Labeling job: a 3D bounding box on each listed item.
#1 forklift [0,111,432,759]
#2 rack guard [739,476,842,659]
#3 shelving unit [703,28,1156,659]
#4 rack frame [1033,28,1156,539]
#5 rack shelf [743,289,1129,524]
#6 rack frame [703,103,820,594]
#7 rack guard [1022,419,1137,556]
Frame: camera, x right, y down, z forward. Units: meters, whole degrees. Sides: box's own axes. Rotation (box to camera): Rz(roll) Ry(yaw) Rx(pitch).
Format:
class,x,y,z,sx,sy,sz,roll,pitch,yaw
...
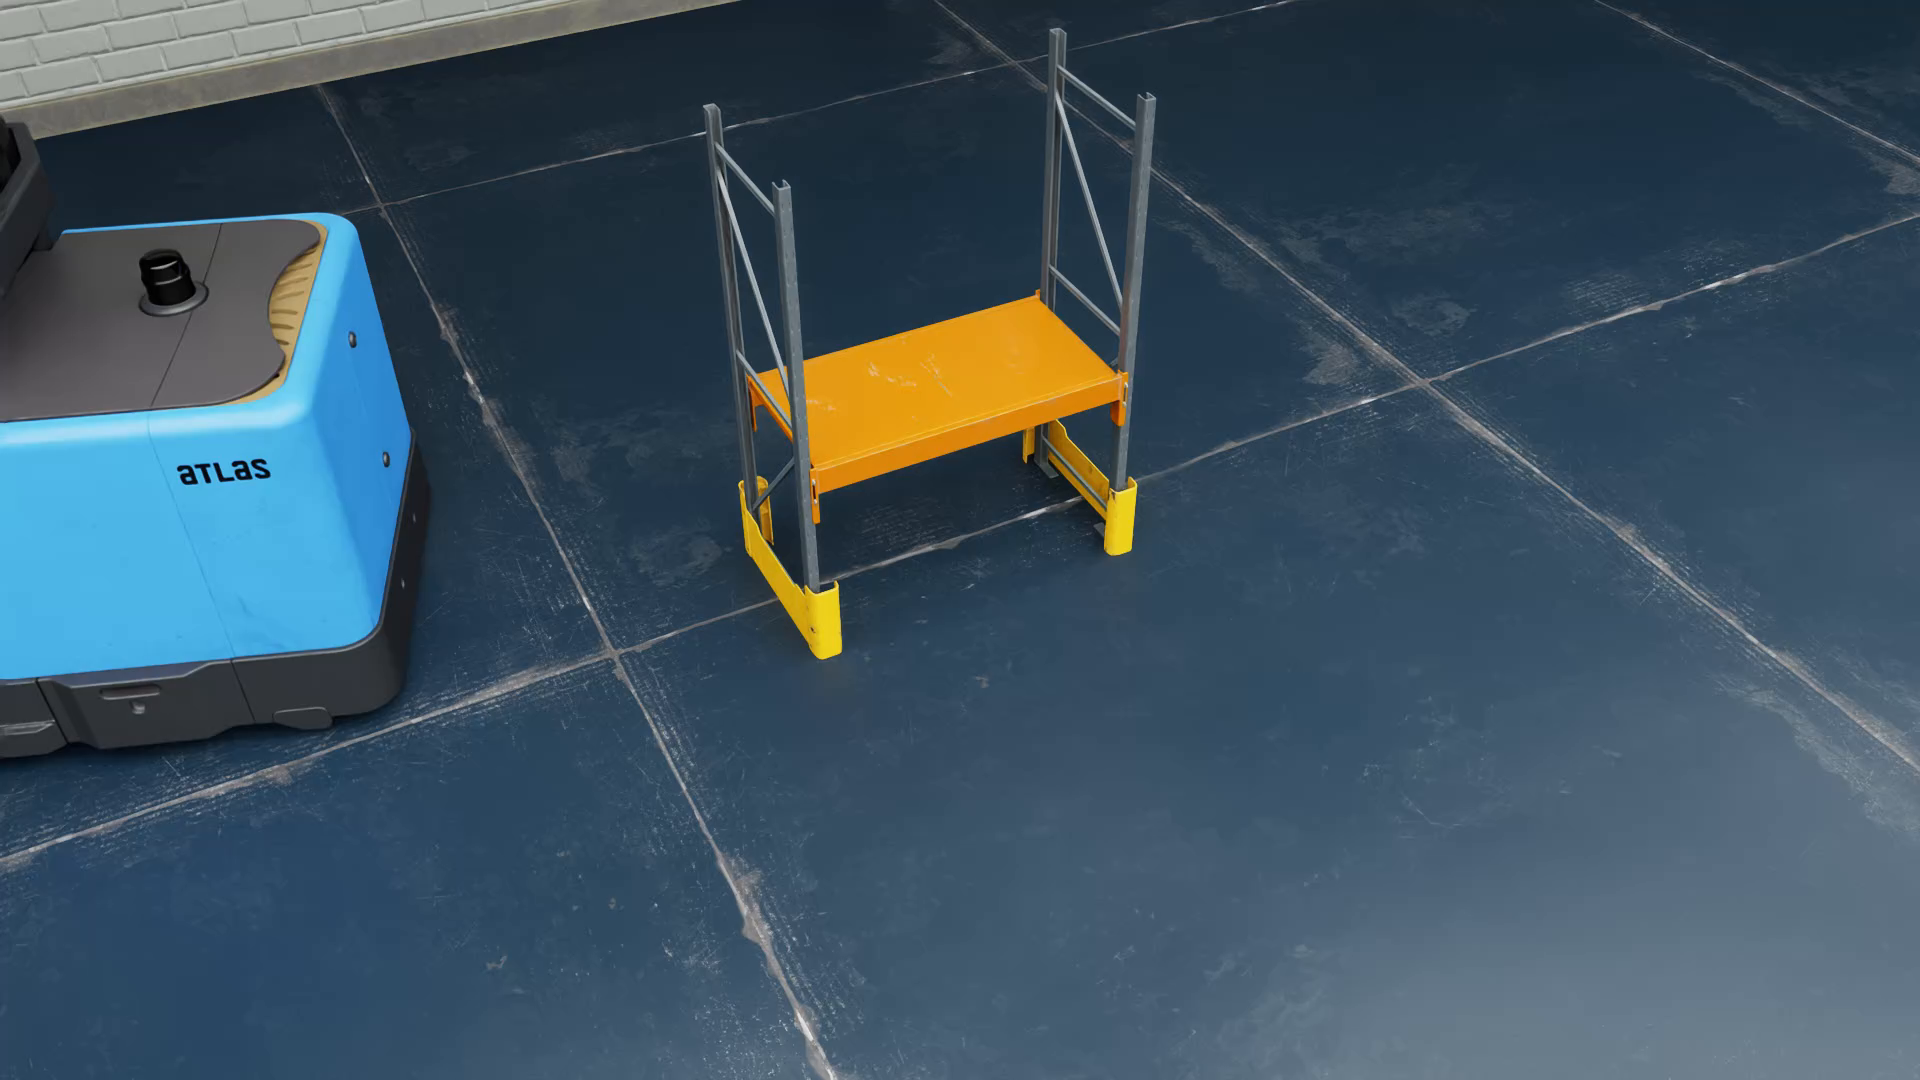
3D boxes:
class,x,y,z,sx,sy,sz,roll,pitch,yaw
forklift,-3.123,-0.791,3.916,3.031,2.935,1.130,-5,41,-6
rack guard,-0.509,0.076,4.967,0.087,0.250,0.587,-19,44,-21
shelving unit,-0.068,-0.550,4.739,1.083,1.500,0.587,-19,44,-21
rack frame,0.375,-0.699,4.915,0.032,1.500,0.500,-19,44,-21
rack shelf,-0.076,-0.410,4.852,1.000,0.185,0.538,-19,44,-21
rack frame,-0.527,-0.395,4.556,0.032,1.500,0.500,-19,44,-21
rack guard,0.374,-0.221,5.318,0.087,0.250,0.587,-19,44,-21
